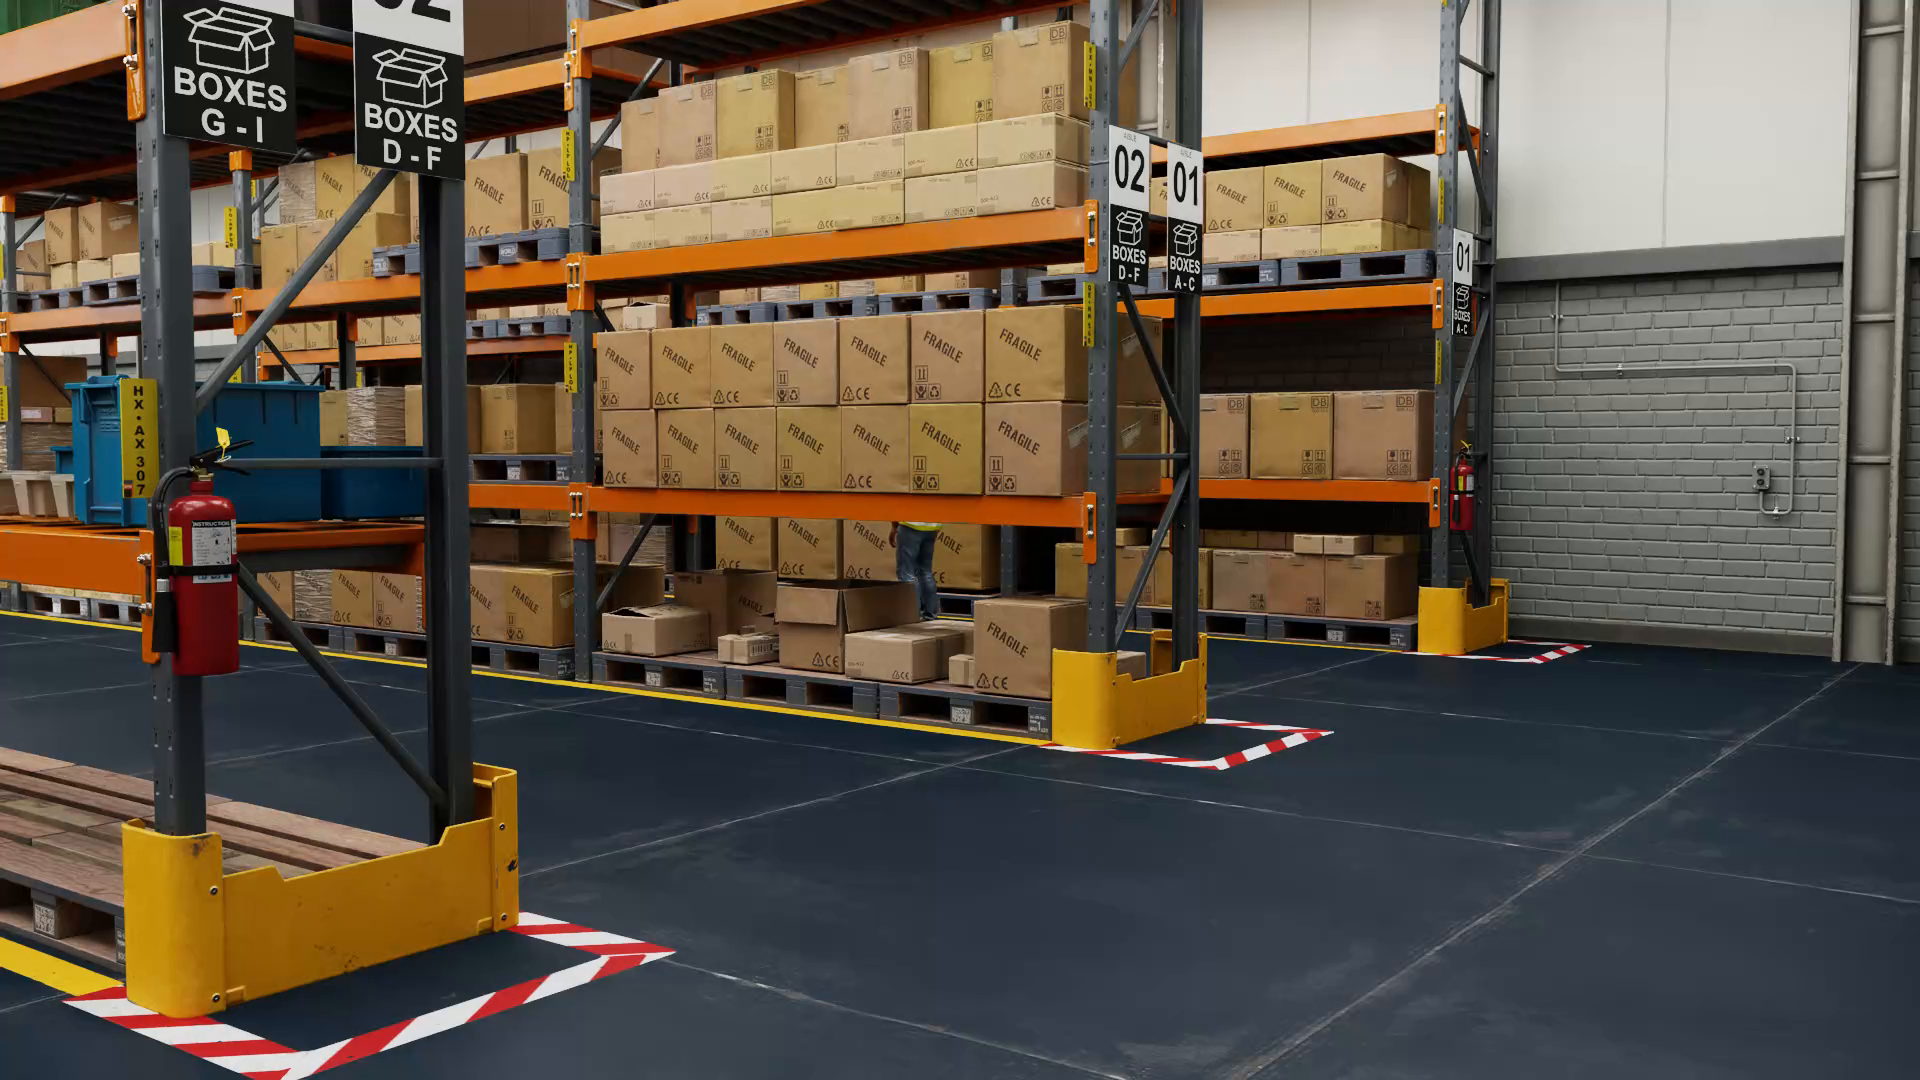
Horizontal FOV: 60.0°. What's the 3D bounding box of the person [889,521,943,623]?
[{"bbox_3d":[-0.394,-0.114,14.320,0.459,1.760,0.625,2,4,35],"label":"person"}]
